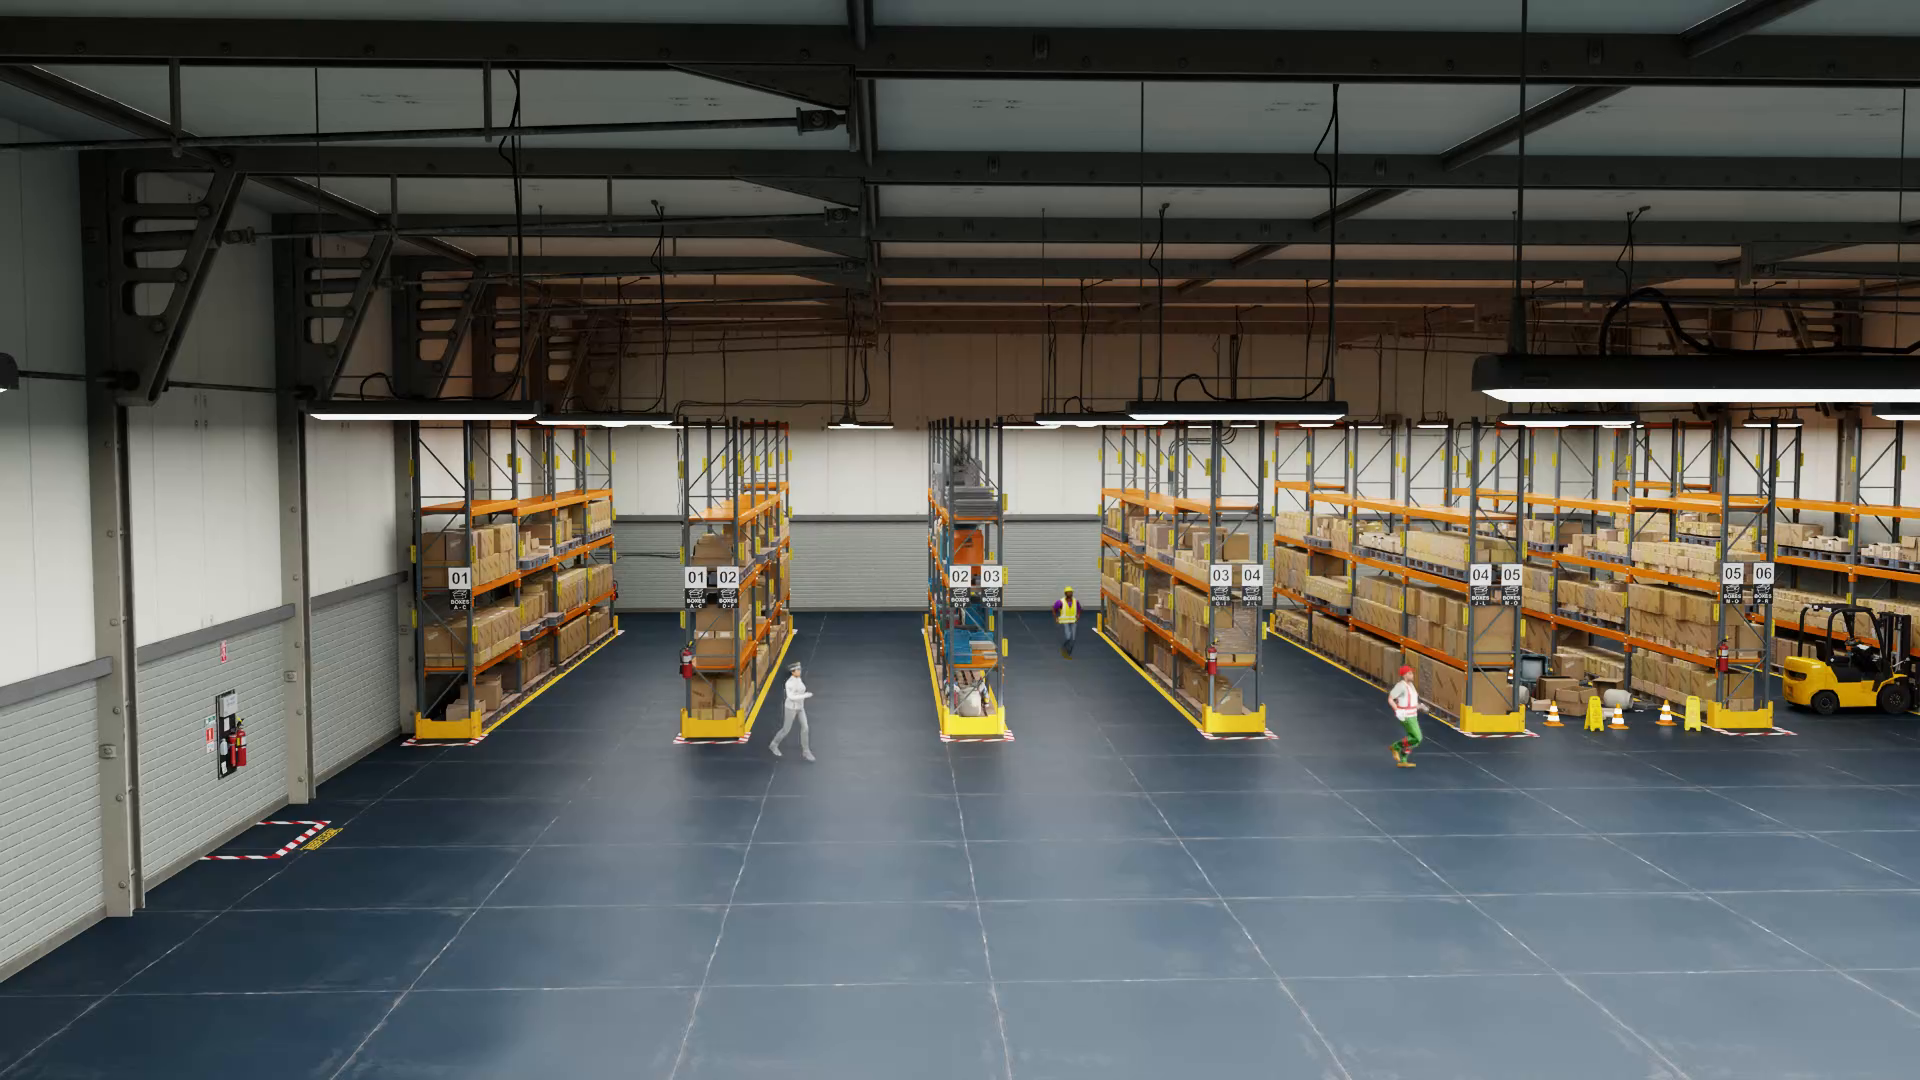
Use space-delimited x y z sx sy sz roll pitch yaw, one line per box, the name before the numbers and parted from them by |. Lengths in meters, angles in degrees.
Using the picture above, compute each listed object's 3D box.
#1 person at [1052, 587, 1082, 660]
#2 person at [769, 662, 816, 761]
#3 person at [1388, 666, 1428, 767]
person | 2.595 1.987 39.611 0.699 1.737 0.537 -1 4 -15
person | -2.918 2.967 28.950 0.890 1.716 0.591 2 4 26
person | 7.643 3.010 28.285 0.583 1.744 0.664 3 5 36
